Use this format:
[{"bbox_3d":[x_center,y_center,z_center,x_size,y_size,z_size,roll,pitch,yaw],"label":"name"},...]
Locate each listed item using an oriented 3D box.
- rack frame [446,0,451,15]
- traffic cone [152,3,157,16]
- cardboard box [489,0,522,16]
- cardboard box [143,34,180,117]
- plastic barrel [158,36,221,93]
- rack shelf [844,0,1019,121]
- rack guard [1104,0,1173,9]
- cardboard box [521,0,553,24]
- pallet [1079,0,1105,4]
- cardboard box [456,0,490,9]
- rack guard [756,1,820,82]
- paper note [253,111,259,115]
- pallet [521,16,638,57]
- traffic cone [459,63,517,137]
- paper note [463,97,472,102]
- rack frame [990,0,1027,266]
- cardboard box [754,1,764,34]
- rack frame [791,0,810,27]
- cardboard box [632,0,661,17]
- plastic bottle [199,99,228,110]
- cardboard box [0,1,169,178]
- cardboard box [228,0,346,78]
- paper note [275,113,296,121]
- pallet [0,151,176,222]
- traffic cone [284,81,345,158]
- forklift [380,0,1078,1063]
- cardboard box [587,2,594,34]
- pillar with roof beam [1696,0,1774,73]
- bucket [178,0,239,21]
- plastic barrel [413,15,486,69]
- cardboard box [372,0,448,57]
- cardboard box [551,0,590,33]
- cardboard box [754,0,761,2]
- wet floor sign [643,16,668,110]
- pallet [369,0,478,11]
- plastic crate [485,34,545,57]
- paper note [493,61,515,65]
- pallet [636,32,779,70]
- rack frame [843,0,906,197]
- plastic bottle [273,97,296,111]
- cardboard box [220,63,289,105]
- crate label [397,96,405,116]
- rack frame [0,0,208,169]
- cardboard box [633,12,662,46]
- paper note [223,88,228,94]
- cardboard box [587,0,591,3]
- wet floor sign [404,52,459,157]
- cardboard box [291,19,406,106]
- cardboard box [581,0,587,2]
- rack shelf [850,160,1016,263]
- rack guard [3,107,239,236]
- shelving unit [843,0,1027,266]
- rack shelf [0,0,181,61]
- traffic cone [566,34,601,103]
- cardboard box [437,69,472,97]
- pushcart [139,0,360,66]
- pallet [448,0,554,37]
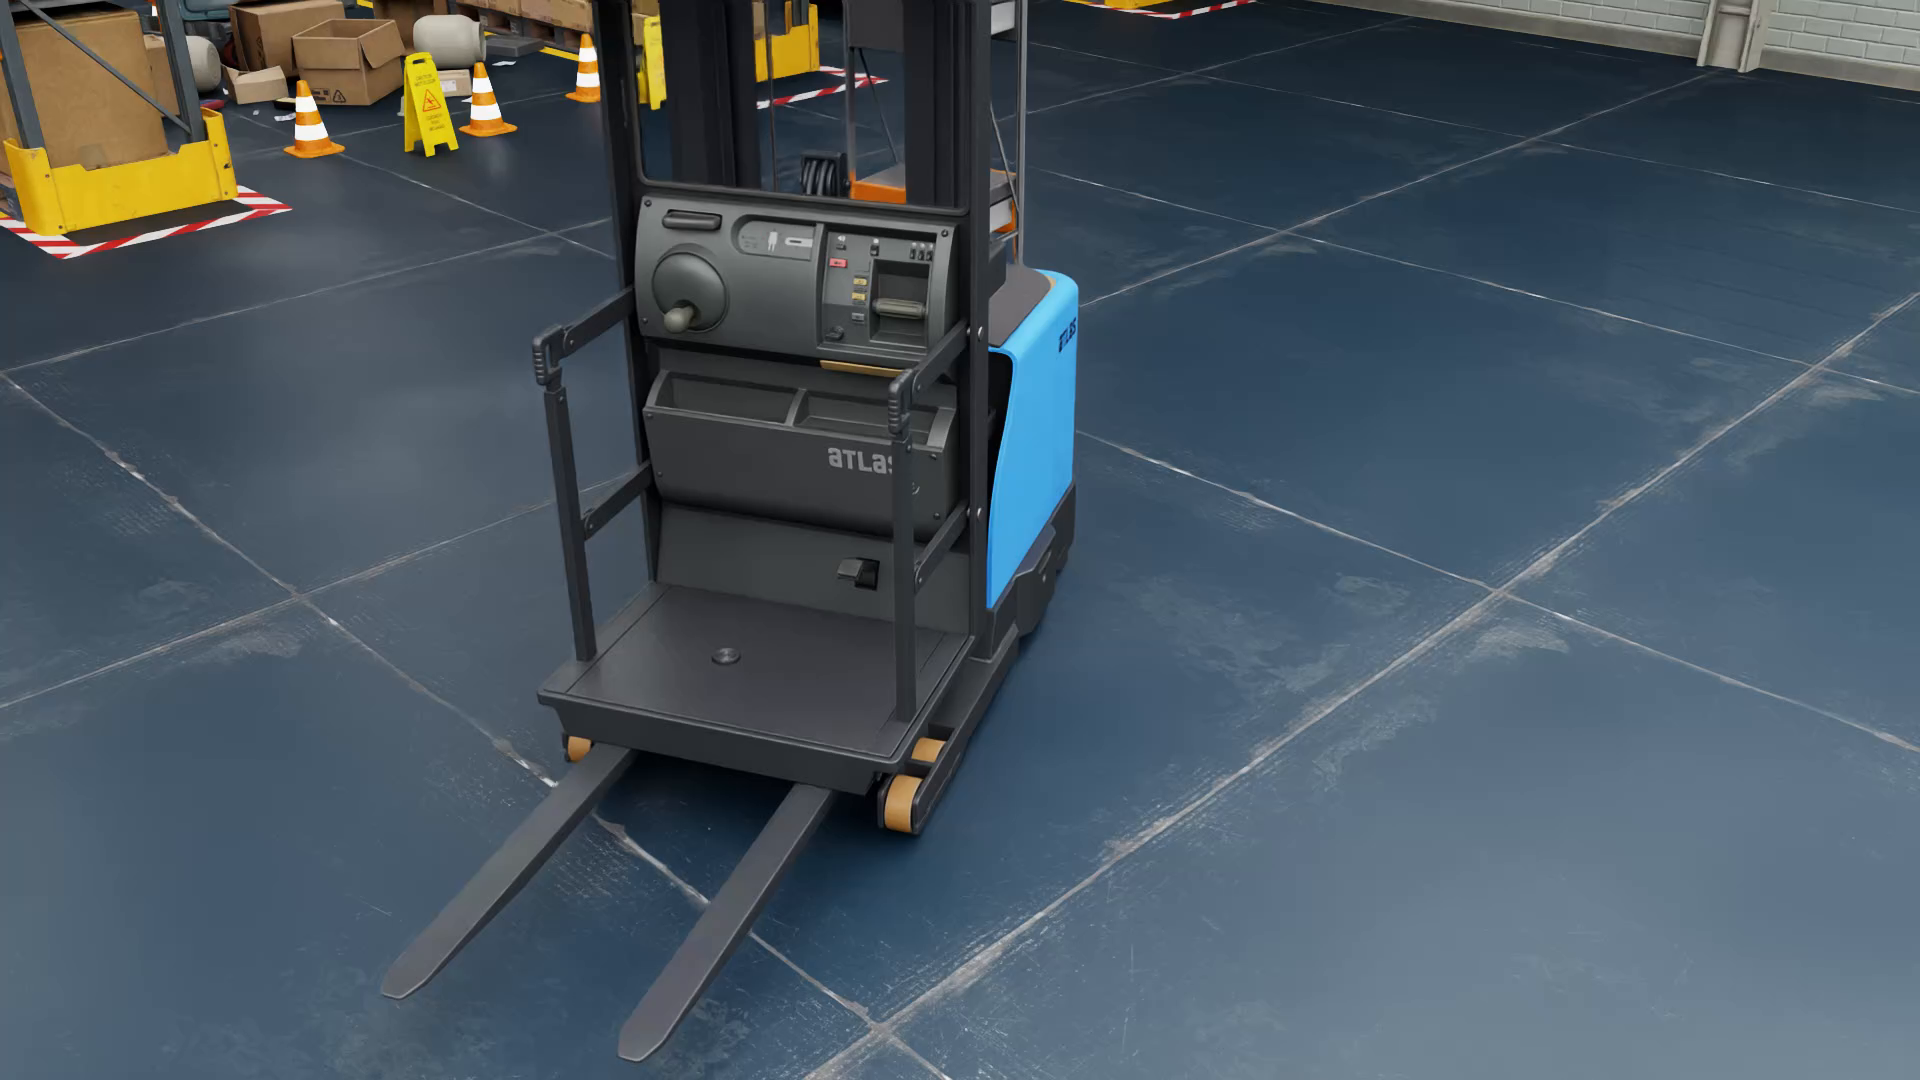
[{"bbox_3d":[-4.444,-6.303,15.015,0.127,3.000,1.000,25,36,38],"label":"rack frame"},{"bbox_3d":[-7.218,-4.883,15.040,0.334,0.463,0.336,25,36,38],"label":"traffic cone"},{"bbox_3d":[-3.824,-4.820,14.696,0.500,0.250,0.500,-23,35,-36],"label":"cardboard box"},{"bbox_3d":[-6.016,-3.357,12.094,0.500,0.500,0.500,-18,33,-31],"label":"cardboard box"},{"bbox_3d":[-5.958,-3.626,12.692,0.512,0.421,0.421,-3,28,-5],"label":"plastic barrel"},{"bbox_3d":[-0.083,-1.740,5.828,0.480,0.518,0.431,16,32,28],"label":"rack shelf"},{"bbox_3d":[1.902,-5.533,16.235,0.348,0.500,1.175,25,36,38],"label":"rack guard"},{"bbox_3d":[-3.444,-4.648,14.369,0.500,0.250,0.500,24,36,38],"label":"cardboard box"},{"bbox_3d":[1.310,-5.648,16.765,1.213,0.211,1.003,25,36,38],"label":"pallet"},{"bbox_3d":[-4.213,-4.990,15.021,0.500,0.250,0.500,23,35,36],"label":"cardboard box"},{"bbox_3d":[-1.646,-3.917,13.162,0.348,0.500,1.175,25,36,38],"label":"rack guard"},{"bbox_3d":[-5.168,-3.138,12.207,0.032,0.001,0.123,-7,29,-14],"label":"paper note"},{"bbox_3d":[-3.067,-4.464,14.512,1.213,0.211,1.003,25,36,38],"label":"pallet"},{"bbox_3d":[-3.339,-3.108,11.664,0.334,0.463,0.336,25,36,38],"label":"traffic cone"},{"bbox_3d":[-3.662,-3.332,12.554,0.142,0.019,0.148,12,30,22],"label":"paper note"},{"bbox_3d":[0.124,-1.073,6.034,0.015,2.100,0.400,16,32,28],"label":"rack frame"},{"bbox_3d":[-1.974,-4.322,13.750,0.500,0.250,0.500,24,36,38],"label":"cardboard box"},{"bbox_3d":[-1.592,-4.998,12.533,0.127,3.000,1.000,25,36,38],"label":"rack frame"},{"bbox_3d":[-2.346,-4.474,13.233,0.500,0.500,0.500,25,37,39],"label":"cardboard box"},{"bbox_3d":[-5.561,-3.212,12.293,0.133,0.061,0.283,12,30,22],"label":"plastic bottle"},{"bbox_3d":[-5.520,-2.767,10.122,0.875,0.875,0.875,25,37,39],"label":"cardboard box"},{"bbox_3d":[-5.292,-3.989,13.149,0.503,0.637,0.797,25,36,38],"label":"cardboard box"},{"bbox_3d":[-4.889,-3.069,12.056,0.144,0.017,0.142,-13,30,-22],"label":"paper note"},{"bbox_3d":[-5.616,-2.323,10.442,1.213,0.211,1.003,25,36,38],"label":"pallet"},{"bbox_3d":[-4.374,-2.844,11.162,0.334,0.463,0.336,25,36,38],"label":"traffic cone"},{"bbox_3d":[-0.531,-0.683,4.399,1.130,2.935,3.031,9,29,16],"label":"forklift"},{"bbox_3d":[-2.721,-4.313,13.733,0.500,0.250,0.500,25,37,39],"label":"cardboard box"},{"bbox_3d":[3.281,-6.442,8.832,0.400,9.000,9.100,25,36,38],"label":"pillar with roof beam"},{"bbox_3d":[-6.129,-4.572,13.607,0.726,0.611,0.620,-13,20,-22],"label":"bucket"},{"bbox_3d":[-4.126,-4.030,13.459,0.512,0.421,0.421,-3,28,-5],"label":"plastic barrel"},{"bbox_3d":[-4.634,-4.397,14.072,0.500,0.500,0.500,-3,28,-5],"label":"cardboard box"},{"bbox_3d":[-3.098,-4.482,14.054,0.500,0.250,0.500,23,35,37],"label":"cardboard box"},{"bbox_3d":[-1.991,-4.662,13.590,0.500,0.500,0.500,23,36,37],"label":"cardboard box"},{"bbox_3d":[-2.207,-3.539,12.287,0.267,0.644,0.232,-13,30,-22],"label":"wet floor sign"},{"bbox_3d":[-5.001,-5.323,16.146,1.213,0.211,1.003,25,36,38],"label":"pallet"},{"bbox_3d":[-3.900,-4.227,14.203,0.583,0.080,0.402,12,30,22],"label":"plastic crate"},{"bbox_3d":[-3.750,-3.931,13.693,0.148,0.019,0.142,12,30,22],"label":"paper note"},{"bbox_3d":[-2.201,-4.066,13.755,1.213,0.211,1.003,25,36,38],"label":"pallet"},{"bbox_3d":[-0.291,-1.192,6.261,0.015,2.100,0.400,16,32,28],"label":"rack frame"},{"bbox_3d":[-4.993,-3.238,12.343,0.283,0.061,0.133,12,30,22],"label":"plastic bottle"},{"bbox_3d":[-5.326,-3.468,12.560,0.396,0.266,0.258,-18,33,-31],"label":"cardboard box"},{"bbox_3d":[-3.943,-3.200,12.189,0.298,0.136,0.250,7,29,13],"label":"crate label"},{"bbox_3d":[-4.991,-3.323,9.346,0.127,3.000,1.000,25,36,38],"label":"rack frame"},{"bbox_3d":[-2.374,-4.149,13.422,0.500,0.250,0.500,24,36,38],"label":"cardboard box"},{"bbox_3d":[-5.592,-3.474,12.833,0.172,0.023,0.155,-13,30,-22],"label":"paper note"},{"bbox_3d":[-2.721,-4.643,13.555,0.500,0.500,0.500,-24,36,-37],"label":"cardboard box"},{"bbox_3d":[-3.582,-2.928,11.126,0.232,0.644,0.267,18,33,30],"label":"wet floor sign"},{"bbox_3d":[-4.620,-3.626,12.606,0.637,0.503,0.797,2,28,4],"label":"cardboard box"},{"bbox_3d":[-3.076,-4.810,13.872,0.500,0.500,0.500,24,36,37],"label":"cardboard box"},{"bbox_3d":[-0.083,-1.121,6.154,0.480,0.518,0.431,16,32,28],"label":"rack shelf"},{"bbox_3d":[-4.973,-2.208,9.913,0.348,0.500,1.175,25,36,38],"label":"rack guard"},{"bbox_3d":[-0.083,-1.133,6.148,0.503,2.100,0.431,16,32,28],"label":"shelving unit"},{"bbox_3d":[-6.417,-3.657,10.754,4.000,0.370,1.077,25,36,38],"label":"rack shelf"},{"bbox_3d":[-2.803,-3.588,12.576,0.334,0.463,0.336,25,36,38],"label":"traffic cone"},{"bbox_3d":[-3.943,-3.494,12.734,0.380,0.149,0.250,-7,29,-14],"label":"cardboard box"},{"bbox_3d":[-6.007,-4.370,14.155,0.936,0.377,1.648,12,30,22],"label":"pushcart"},{"bbox_3d":[-3.941,-4.862,15.269,1.213,0.211,1.003,25,36,38],"label":"pallet"}]
